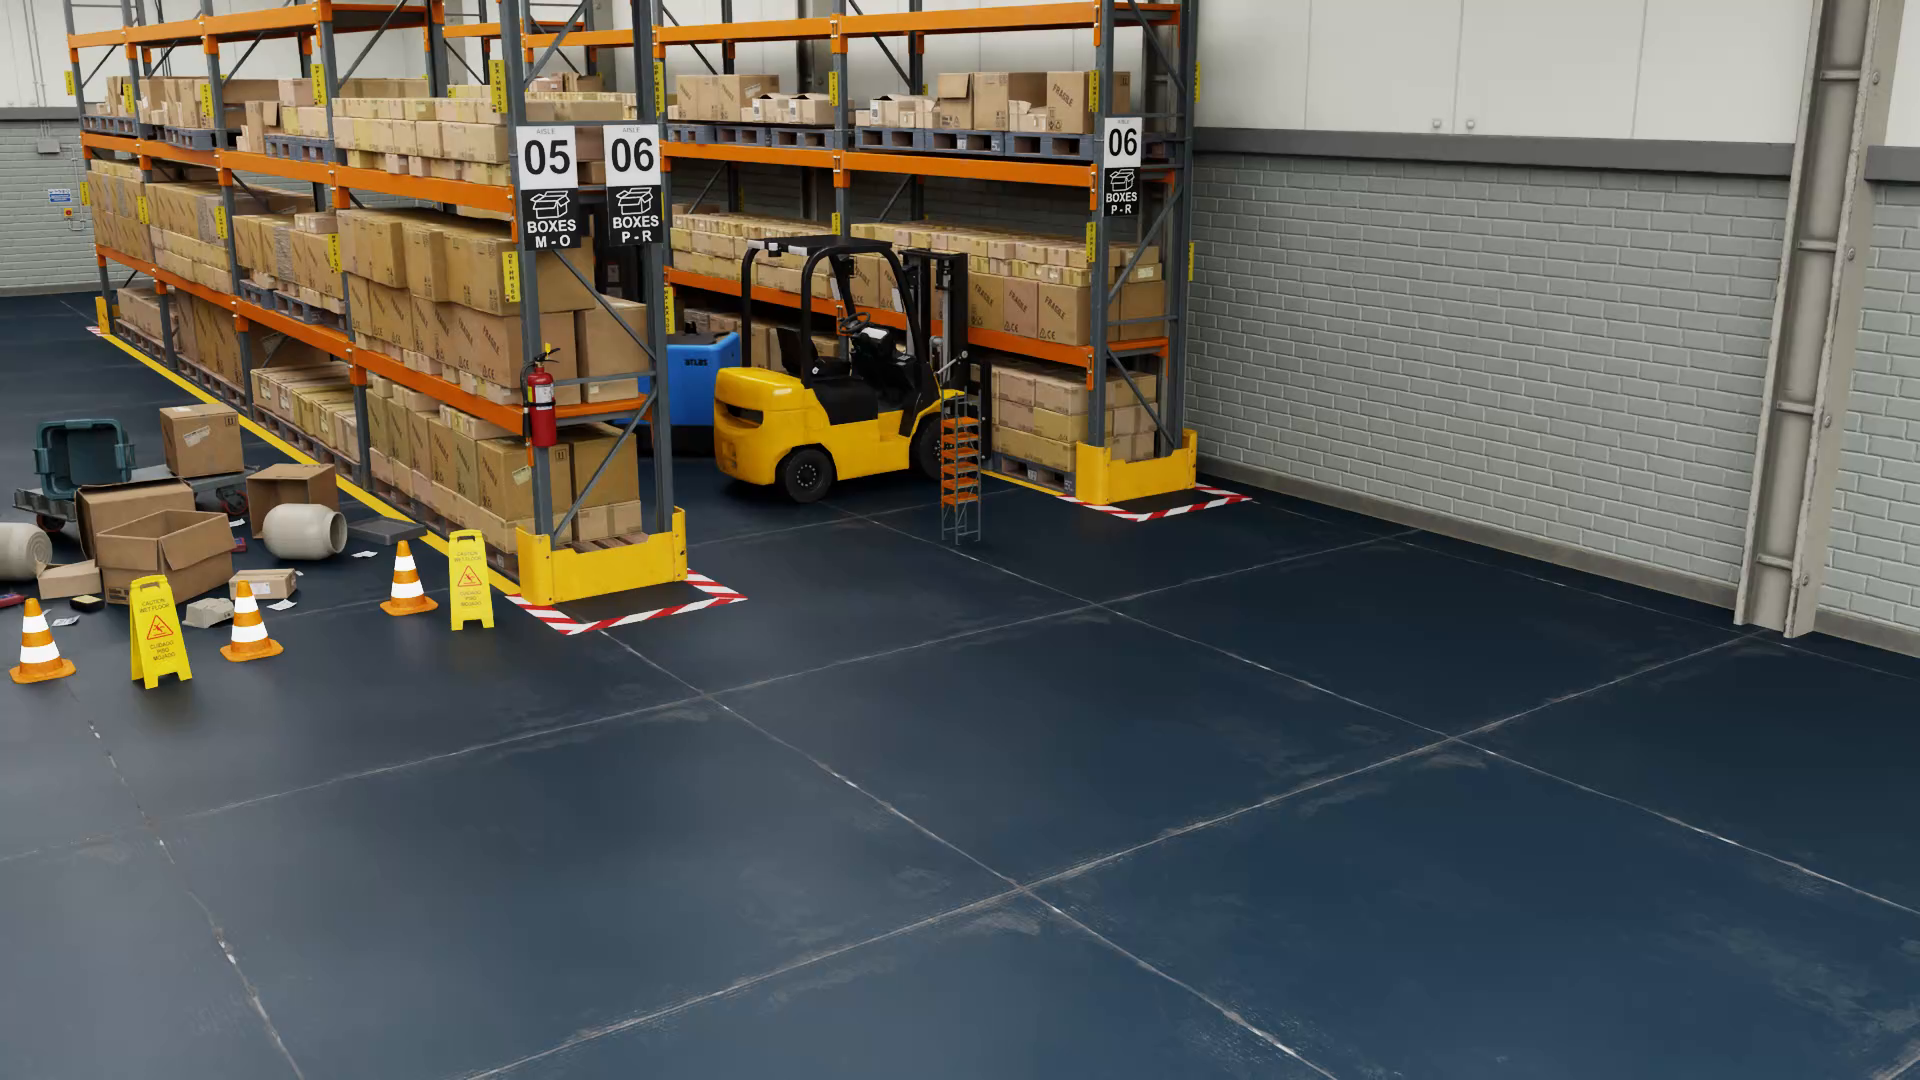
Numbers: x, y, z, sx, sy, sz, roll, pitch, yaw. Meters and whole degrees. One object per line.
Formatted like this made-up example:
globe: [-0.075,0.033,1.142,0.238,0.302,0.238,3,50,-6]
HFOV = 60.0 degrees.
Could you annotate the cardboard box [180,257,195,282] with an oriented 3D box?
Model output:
cardboard box: [-8.611,-3.122,19.085,0.500,0.250,0.500,-11,19,-35]

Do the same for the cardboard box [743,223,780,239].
cardboard box: [-2.194,-3.435,18.527,0.380,0.149,0.250,-11,19,-36]

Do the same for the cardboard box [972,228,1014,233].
cardboard box: [0.339,-2.928,16.109,0.380,0.149,0.250,-11,19,-35]

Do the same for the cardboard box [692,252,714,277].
cardboard box: [-2.817,-3.264,19.603,0.500,0.250,0.500,-11,19,-36]

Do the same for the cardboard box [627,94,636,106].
cardboard box: [-3.880,-5.436,20.539,0.380,0.149,0.250,-12,19,-36]

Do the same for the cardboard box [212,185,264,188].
cardboard box: [-8.478,-3.913,19.608,0.500,0.500,0.500,-10,18,-33]

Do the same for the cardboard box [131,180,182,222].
cardboard box: [-10.037,-4.248,20.832,0.500,0.500,0.500,-11,19,-35]

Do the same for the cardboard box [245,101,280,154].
cardboard box: [-6.636,-4.097,16.491,0.700,0.500,0.500,-11,19,-35]

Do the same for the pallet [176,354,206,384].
pallet: [-9.022,-2.162,20.574,1.003,0.211,1.213,-11,19,-35]

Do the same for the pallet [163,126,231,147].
pallet: [-8.266,-4.529,18.617,1.003,0.211,1.213,-10,18,-32]

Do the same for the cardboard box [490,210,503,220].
cardboard box: [-6.610,-4.786,24.602,0.500,0.250,0.500,-11,19,-35]

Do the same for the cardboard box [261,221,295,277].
cardboard box: [-6.478,-2.845,16.241,0.500,0.500,0.500,-10,18,-34]

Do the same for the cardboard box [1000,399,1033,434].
cardboard box: [0.707,-1.150,15.063,0.500,0.250,0.500,-11,19,-35]

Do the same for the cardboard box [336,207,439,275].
cardboard box: [-4.750,-2.498,13.873,0.700,0.500,0.500,-11,19,-35]

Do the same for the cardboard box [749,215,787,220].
cardboard box: [-2.269,-3.755,19.695,0.380,0.149,0.250,-11,19,-36]

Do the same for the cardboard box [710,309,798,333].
cardboard box: [-2.426,-2.360,19.721,0.875,0.625,0.625,-10,18,-33]

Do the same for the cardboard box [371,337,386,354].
cardboard box: [-4.717,-1.667,13.962,0.380,0.149,0.250,-10,18,-33]

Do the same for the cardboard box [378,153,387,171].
cardboard box: [-4.389,-3.012,13.194,0.380,0.149,0.250,-10,18,-33]

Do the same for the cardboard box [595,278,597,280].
cardboard box: [-5.143,-3.523,22.976,0.380,0.149,0.250,-12,19,-37]

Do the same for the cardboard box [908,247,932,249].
cardboard box: [-0.278,-2.748,16.017,0.380,0.149,0.250,-11,19,-35]

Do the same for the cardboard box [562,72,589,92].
cardboard box: [-5.288,-6.296,22.858,0.396,0.266,0.258,-11,19,-35]

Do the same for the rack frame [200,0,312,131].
rack frame: [-7.185,-5.699,16.853,1.000,3.000,0.127,-11,19,-35]

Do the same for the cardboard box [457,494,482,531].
cardboard box: [-3.472,-0.216,12.598,0.500,0.250,0.500,-11,19,-34]

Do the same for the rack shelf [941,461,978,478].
rack shelf: [0.009,-0.533,12.918,0.258,0.103,0.180,-11,19,-35]

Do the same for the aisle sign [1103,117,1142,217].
aisle sign: [1.333,-3.063,13.660,0.394,0.787,0.004,-11,19,-35]

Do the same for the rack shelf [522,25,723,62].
rack shelf: [-4.348,-6.358,21.379,1.077,0.370,4.000,-11,19,-35]

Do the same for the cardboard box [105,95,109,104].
cardboard box: [-11.551,-6.057,23.141,0.500,0.250,0.500,-13,20,-40]

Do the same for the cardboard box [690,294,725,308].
cardboard box: [-3.226,-3.046,21.235,0.380,0.149,0.250,-10,18,-32]

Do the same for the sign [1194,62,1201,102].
sign: [1.984,-3.860,14.009,0.100,0.325,0.005,-11,19,-35]

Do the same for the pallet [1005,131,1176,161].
pallet: [1.137,-3.428,14.403,1.003,0.211,1.213,-11,19,-35]

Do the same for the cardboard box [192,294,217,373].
cardboard box: [-8.570,-2.526,19.852,0.875,0.875,0.875,-10,18,-33]

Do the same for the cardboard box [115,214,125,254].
cardboard box: [-10.926,-4.096,22.169,0.500,0.500,0.500,-10,18,-33]

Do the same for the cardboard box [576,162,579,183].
cardboard box: [-2.640,-2.586,11.638,0.380,0.149,0.250,-12,19,-36]

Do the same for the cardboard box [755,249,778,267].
cardboard box: [-1.920,-3.175,18.333,0.500,0.250,0.500,-10,18,-33]

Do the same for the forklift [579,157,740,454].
forklift: [-3.736,-2.374,16.197,3.031,2.935,1.130,1,15,4]

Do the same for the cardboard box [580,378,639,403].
cardboard box: [-2.513,-1.081,11.819,0.380,0.149,0.250,-11,19,-34]

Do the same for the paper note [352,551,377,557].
paper note: [-4.522,0.103,12.642,0.148,0.019,0.142,10,18,33]

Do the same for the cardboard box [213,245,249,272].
cardboard box: [-7.675,-3.038,17.832,0.500,0.250,0.500,-11,19,-35]

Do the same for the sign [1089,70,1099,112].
sign: [1.085,-3.623,13.422,0.100,0.325,0.005,-11,19,-35]

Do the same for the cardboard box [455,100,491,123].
cardboard box: [-3.312,-3.009,11.671,0.380,0.149,0.250,-11,19,-34]

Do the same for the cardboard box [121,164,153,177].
cardboard box: [-10.676,-4.802,21.628,0.380,0.149,0.250,-11,19,-36]

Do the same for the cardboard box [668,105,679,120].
cardboard box: [-3.212,-5.040,19.585,0.380,0.166,0.250,-11,19,-35]

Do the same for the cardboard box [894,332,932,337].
cardboard box: [-0.374,-2.006,17.243,0.500,0.250,0.500,-10,18,-33]

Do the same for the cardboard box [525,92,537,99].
cardboard box: [-5.703,-6.019,22.631,0.380,0.149,0.250,-10,18,-33]

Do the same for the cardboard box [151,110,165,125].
cardboard box: [-9.076,-4.872,19.159,0.380,0.166,0.250,-12,20,-38]

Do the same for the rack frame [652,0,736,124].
rack frame: [-3.172,-6.470,19.671,1.000,3.000,0.127,-11,19,-35]

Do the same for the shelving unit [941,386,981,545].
shelving unit: [0.009,-0.576,12.906,0.258,1.200,0.189,-11,19,-35]

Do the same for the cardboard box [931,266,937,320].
cardboard box: [-0.152,-2.419,16.043,0.500,0.500,0.500,-11,19,-35]

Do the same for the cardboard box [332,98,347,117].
cardboard box: [-4.912,-3.544,13.625,0.380,0.149,0.250,-11,19,-36]

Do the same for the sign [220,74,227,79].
sign: [-9.103,-5.594,20.575,0.100,0.325,0.005,-11,19,-35]

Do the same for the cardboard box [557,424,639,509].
cardboard box: [-2.746,-0.556,12.416,0.500,0.500,0.500,-12,19,-36]

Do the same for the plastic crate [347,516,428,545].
plastic crate: [-4.573,-0.081,13.220,0.583,0.080,0.402,10,18,33]

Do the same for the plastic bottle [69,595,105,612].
plastic bottle: [-5.998,0.429,11.392,0.283,0.061,0.133,10,18,33]

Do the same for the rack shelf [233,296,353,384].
rack shelf: [-6.009,-2.032,16.179,1.077,0.370,4.000,-11,19,-35]

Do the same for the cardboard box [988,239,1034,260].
cardboard box: [0.476,-2.620,14.983,0.380,0.149,0.250,-10,18,-33]

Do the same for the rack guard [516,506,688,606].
rack guard: [-2.526,0.092,11.793,1.175,0.500,0.348,-11,19,-35]

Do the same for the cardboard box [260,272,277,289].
cardboard box: [-6.736,-2.596,16.558,0.380,0.149,0.250,-11,19,-34]

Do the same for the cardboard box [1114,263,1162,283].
cardboard box: [1.542,-2.342,14.534,0.380,0.149,0.250,-11,19,-36]
